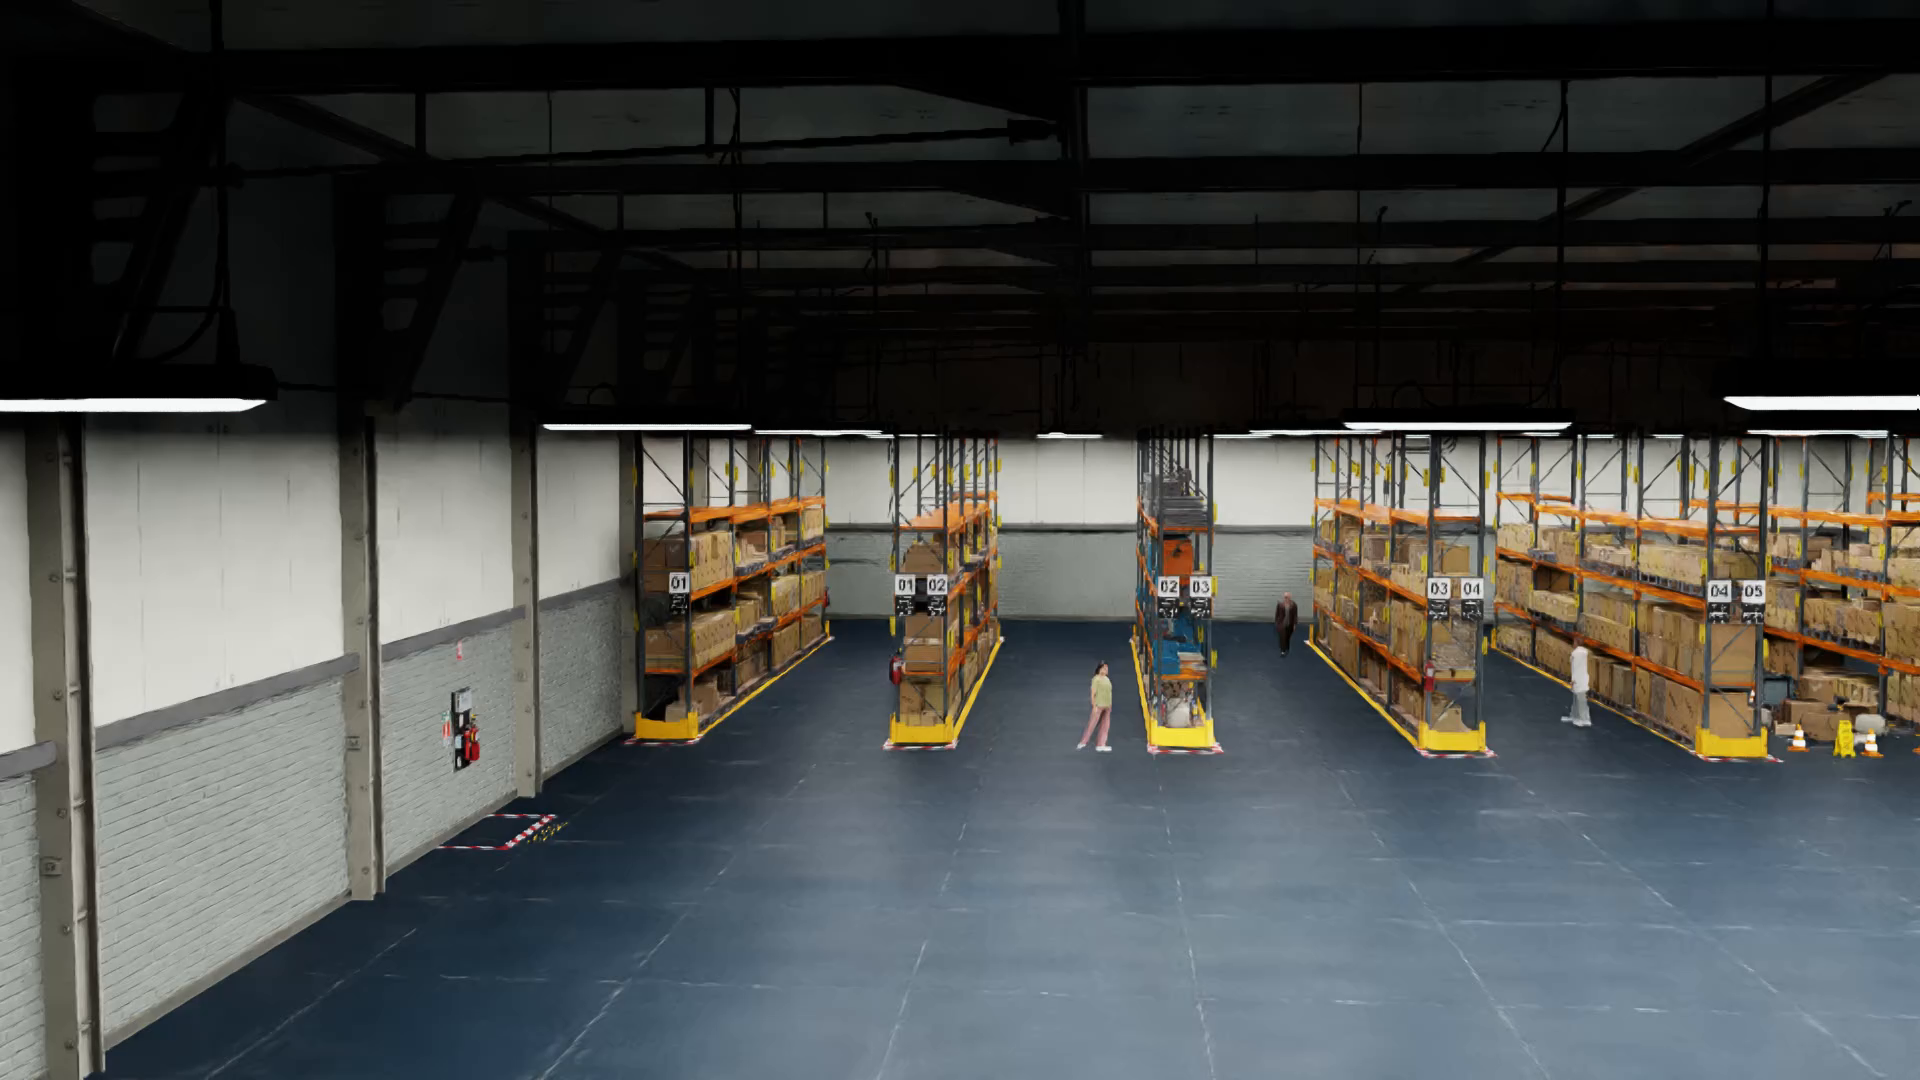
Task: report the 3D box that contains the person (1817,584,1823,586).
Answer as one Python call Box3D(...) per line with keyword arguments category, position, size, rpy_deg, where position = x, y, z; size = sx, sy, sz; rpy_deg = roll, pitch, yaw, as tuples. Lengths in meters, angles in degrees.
Box3D(category="person", position=(23.599, 2.098, 45.640), size=(0.536, 1.775, 0.644), rpy_deg=(-1, 3, -11))

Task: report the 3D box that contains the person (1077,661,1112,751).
Box3D(category="person", position=(2.469, 3.055, 30.605), size=(0.648, 1.664, 0.476), rpy_deg=(-3, 4, -39))

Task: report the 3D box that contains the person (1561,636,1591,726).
Box3D(category="person", position=(12.403, 2.805, 33.448), size=(0.636, 1.775, 0.675), rpy_deg=(2, 4, 32))

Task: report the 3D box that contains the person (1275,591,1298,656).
Box3D(category="person", position=(8.664, 2.205, 44.107), size=(0.588, 1.699, 1.194), rpy_deg=(0, 3, 3))
